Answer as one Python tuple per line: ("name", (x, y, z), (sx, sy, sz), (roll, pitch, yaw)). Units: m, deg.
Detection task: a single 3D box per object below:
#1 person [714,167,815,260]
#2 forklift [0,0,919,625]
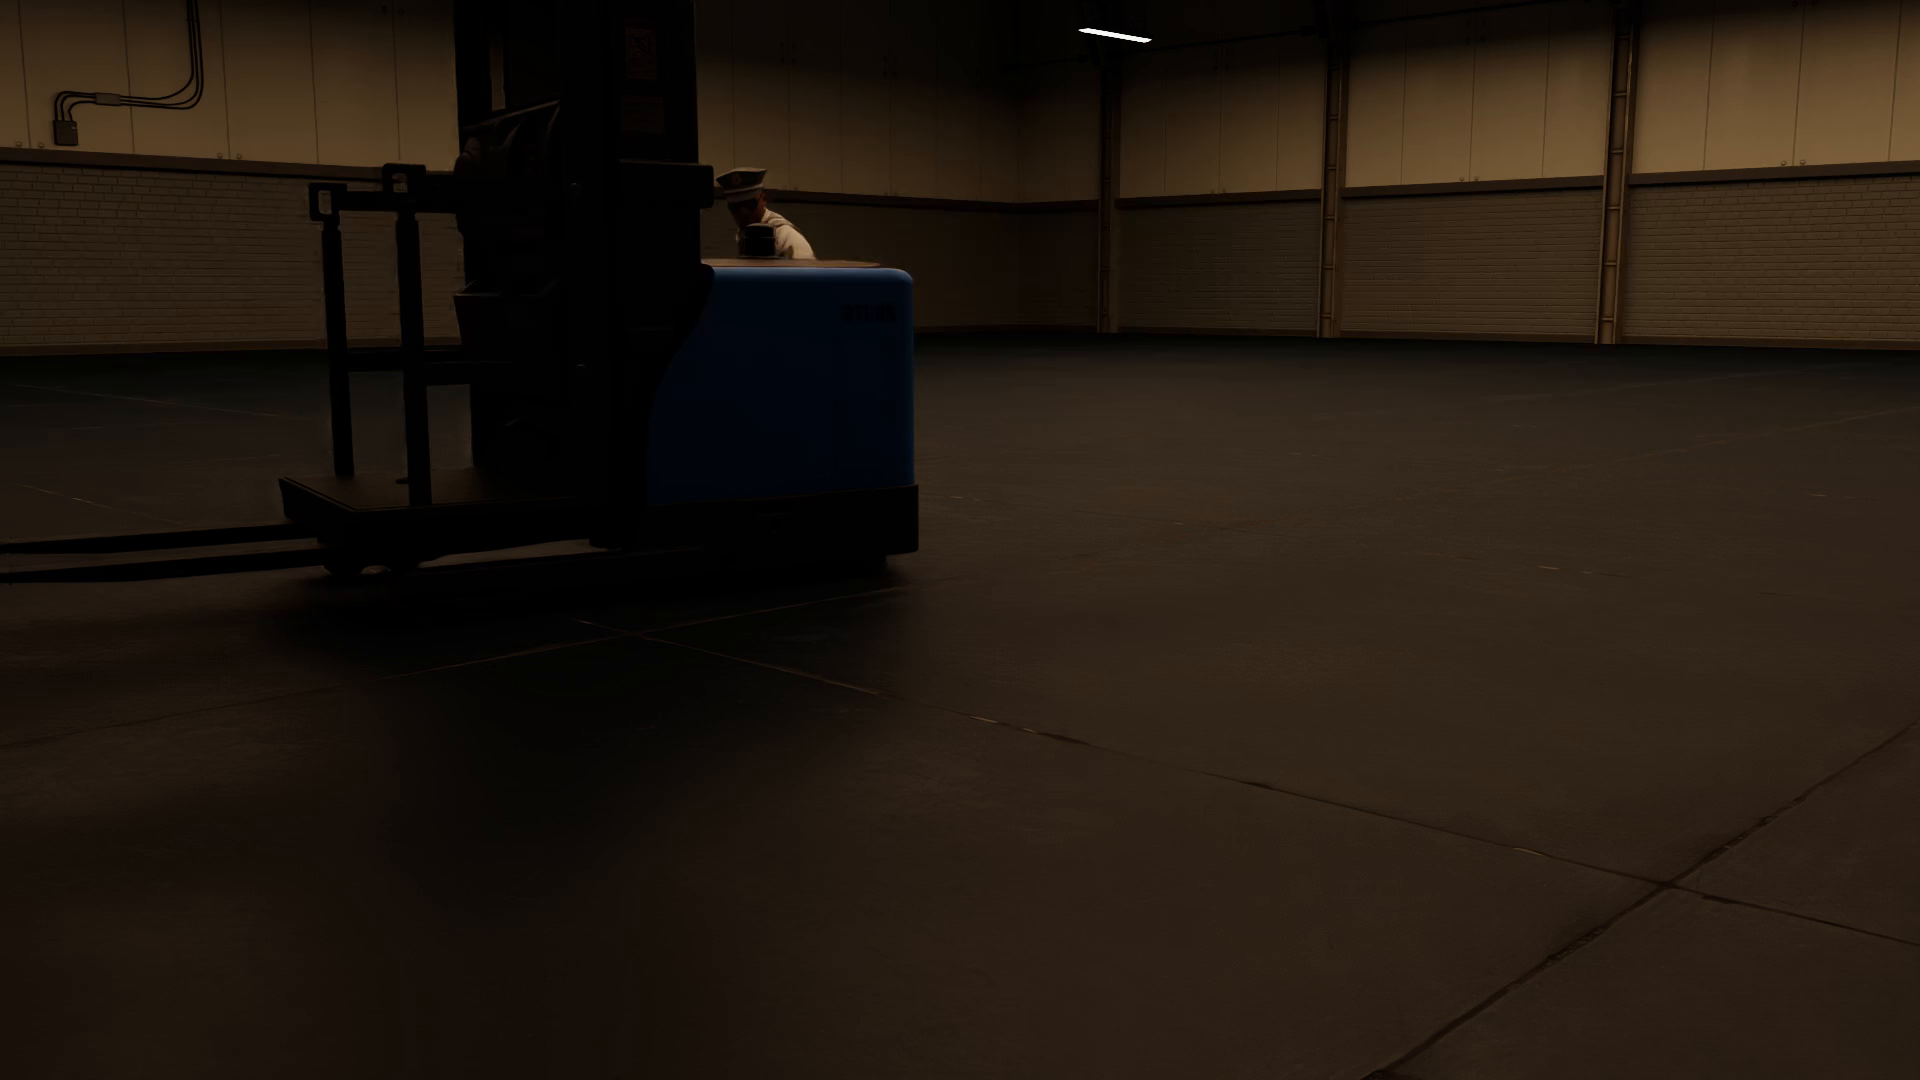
("person", (-0.818, -0.902, 7.669), (0.610, 1.578, 0.921), (-2, 9, -11))
("forklift", (-1.667, -1.282, 5.390), (3.031, 2.935, 1.130), (-5, 10, -32))
